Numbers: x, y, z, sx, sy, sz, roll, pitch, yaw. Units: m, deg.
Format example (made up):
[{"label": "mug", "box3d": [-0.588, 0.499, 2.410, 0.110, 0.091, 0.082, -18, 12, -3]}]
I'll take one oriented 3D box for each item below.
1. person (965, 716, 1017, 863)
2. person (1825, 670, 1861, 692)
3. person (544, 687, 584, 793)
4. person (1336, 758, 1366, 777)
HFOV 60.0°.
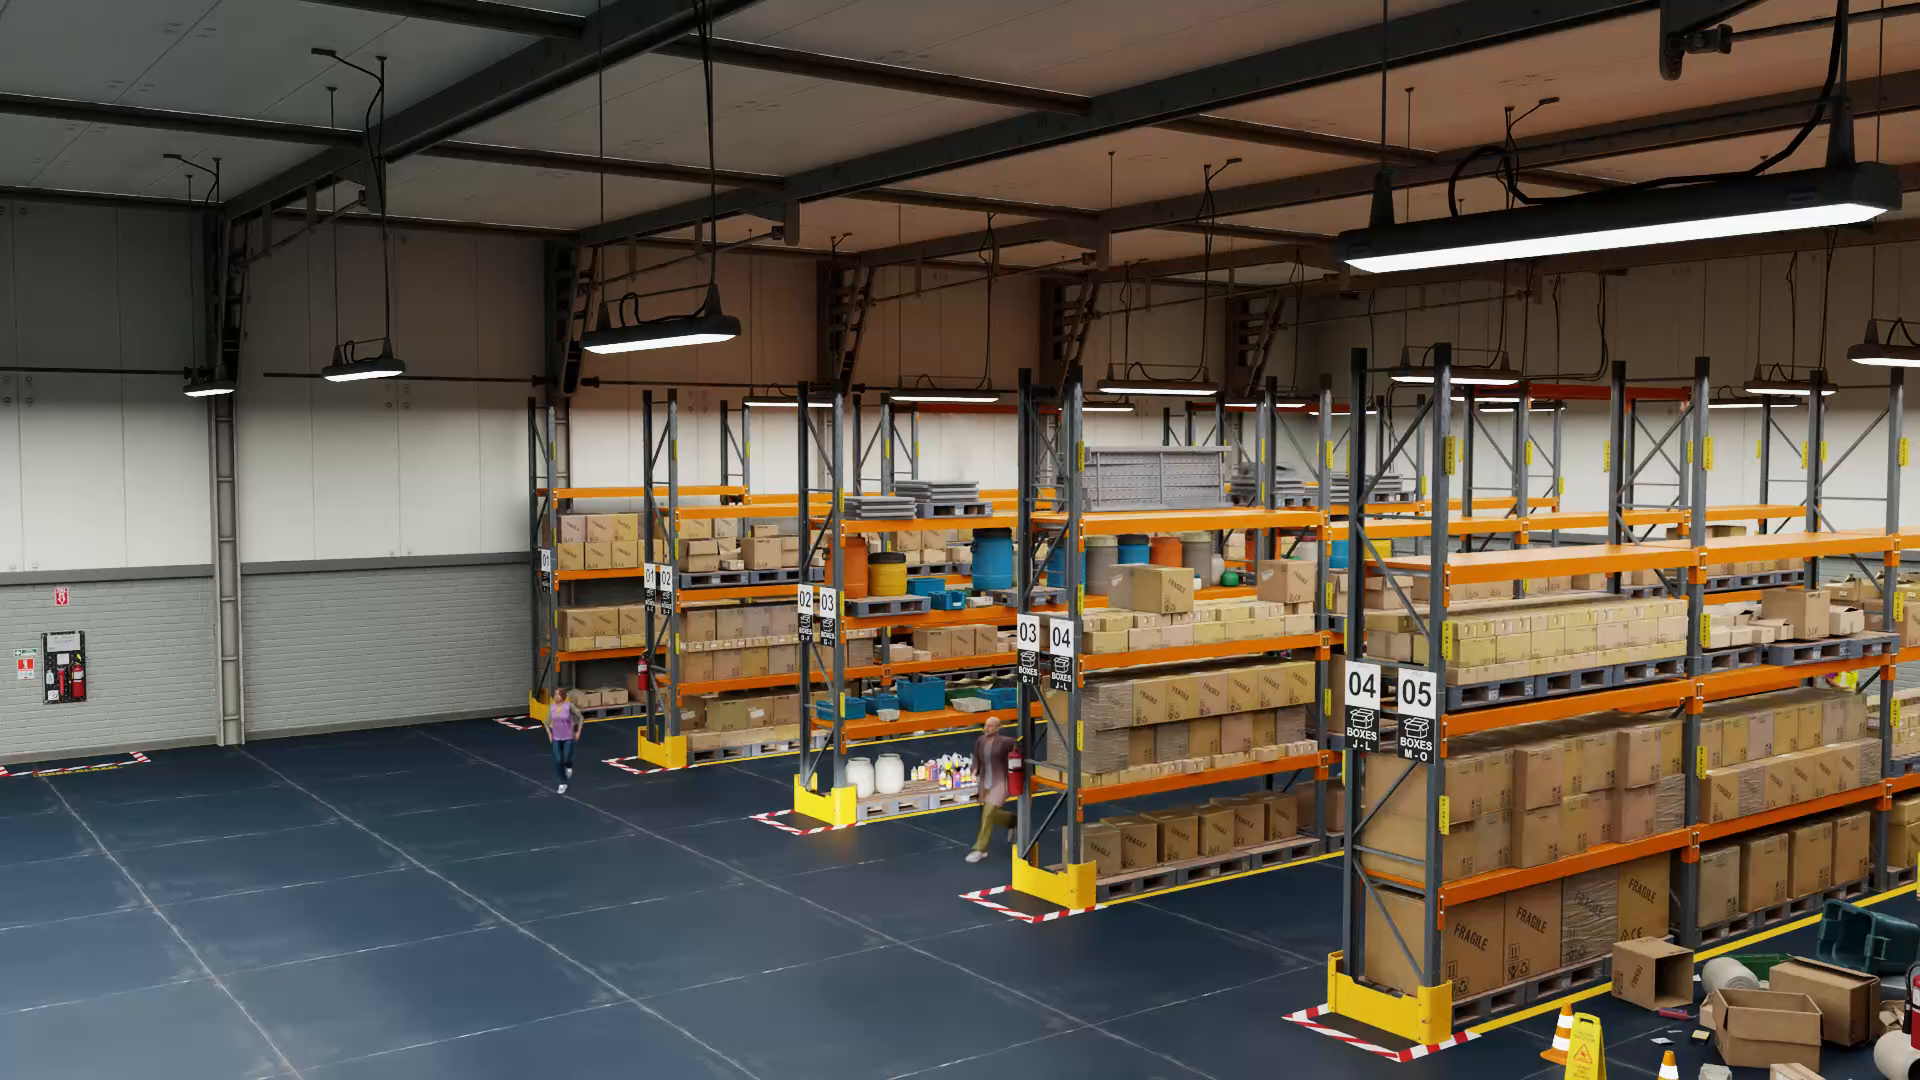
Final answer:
[{"label": "person", "box3d": [0.449, 3.060, 20.709, 0.733, 1.764, 1.053, 3, 4, 41]}, {"label": "person", "box3d": [14.998, 2.634, 28.185, 0.714, 1.775, 0.675, -1, 3, -15]}, {"label": "person", "box3d": [-5.857, 2.947, 24.556, 0.562, 1.565, 0.609, 0, 3, 0]}, {"label": "person", "box3d": [6.190, 2.816, 25.825, 0.588, 1.661, 0.954, 3, 5, 44]}]
